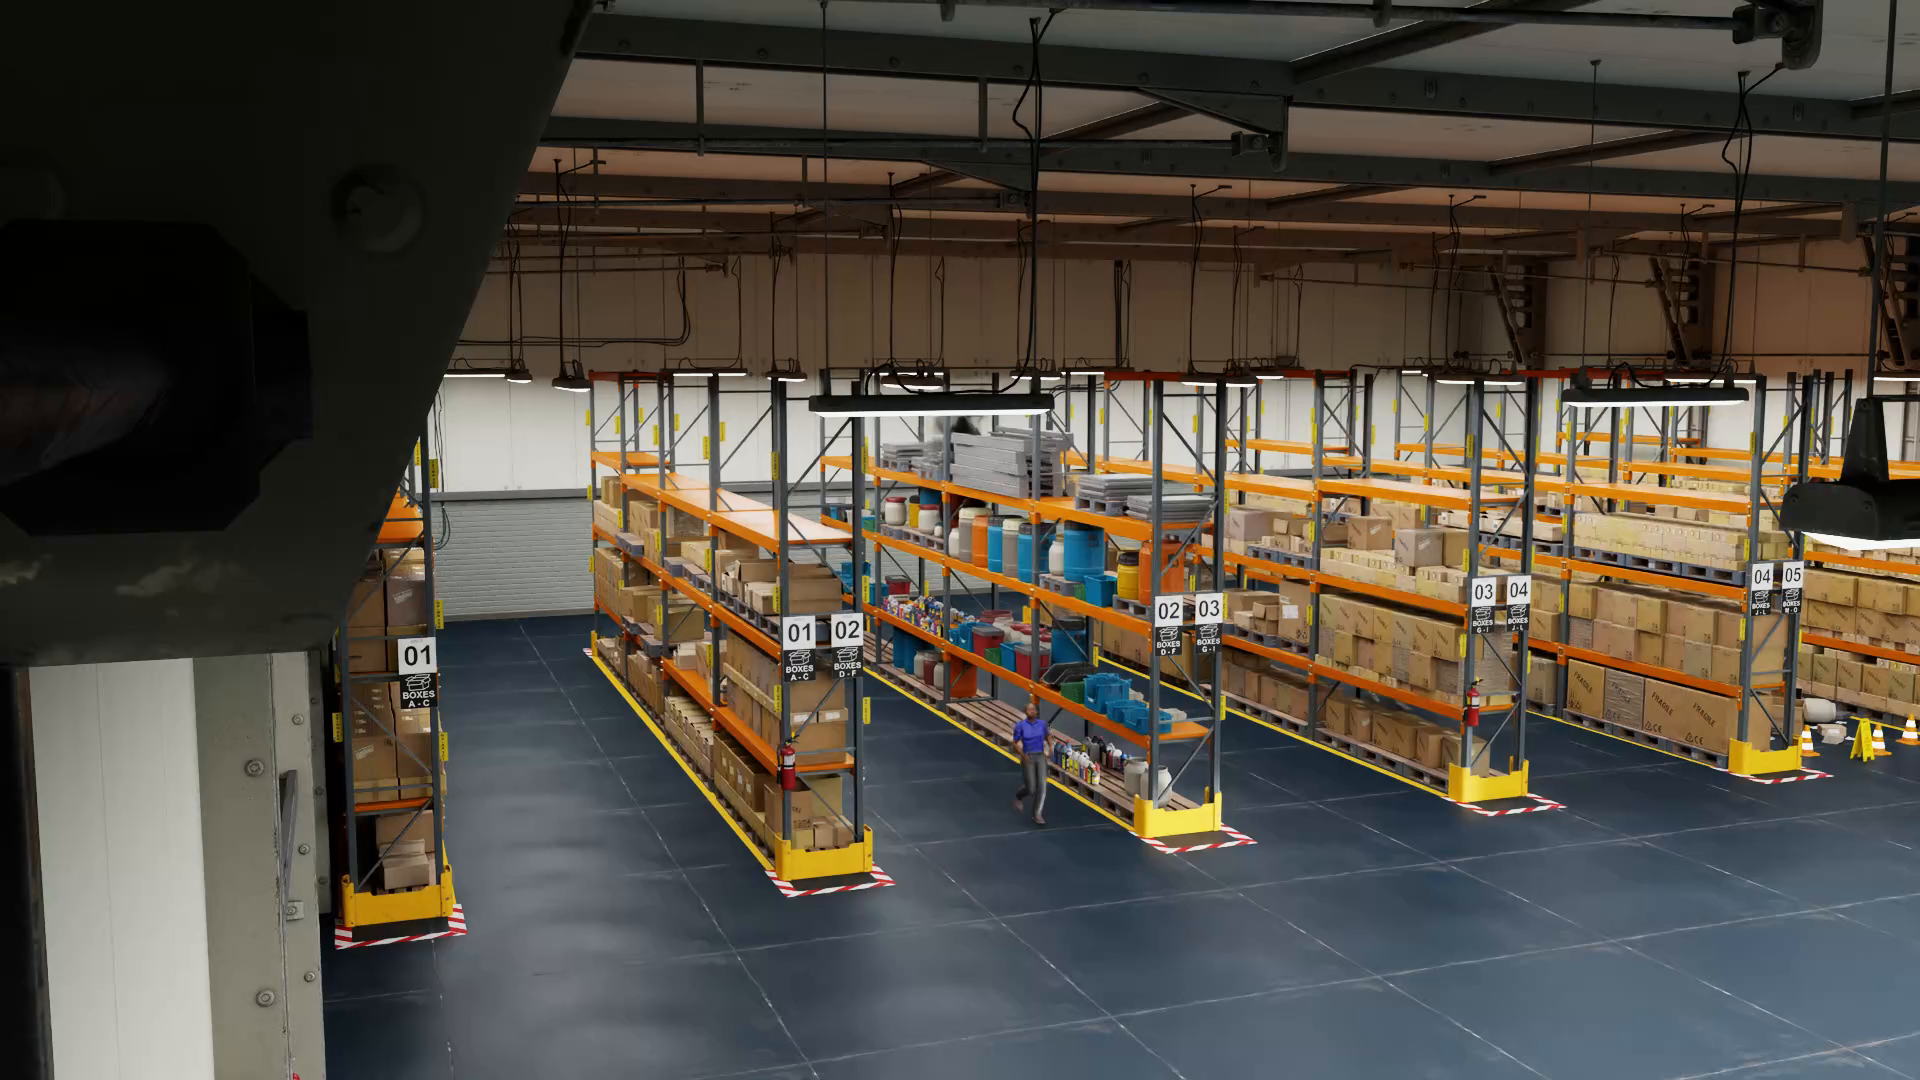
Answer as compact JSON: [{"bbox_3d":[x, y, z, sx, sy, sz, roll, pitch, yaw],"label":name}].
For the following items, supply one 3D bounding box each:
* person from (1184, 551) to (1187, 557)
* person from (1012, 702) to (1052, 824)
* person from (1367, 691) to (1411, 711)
[{"bbox_3d":[5.409,0.992,41.011,0.789,1.554,0.582,-3,7,-21],"label":"person"},{"bbox_3d":[1.032,3.019,22.658,0.581,1.591,0.670,-2,7,-15],"label":"person"},{"bbox_3d":[7.691,2.099,29.772,0.675,1.804,0.923,-4,7,-31],"label":"person"}]
